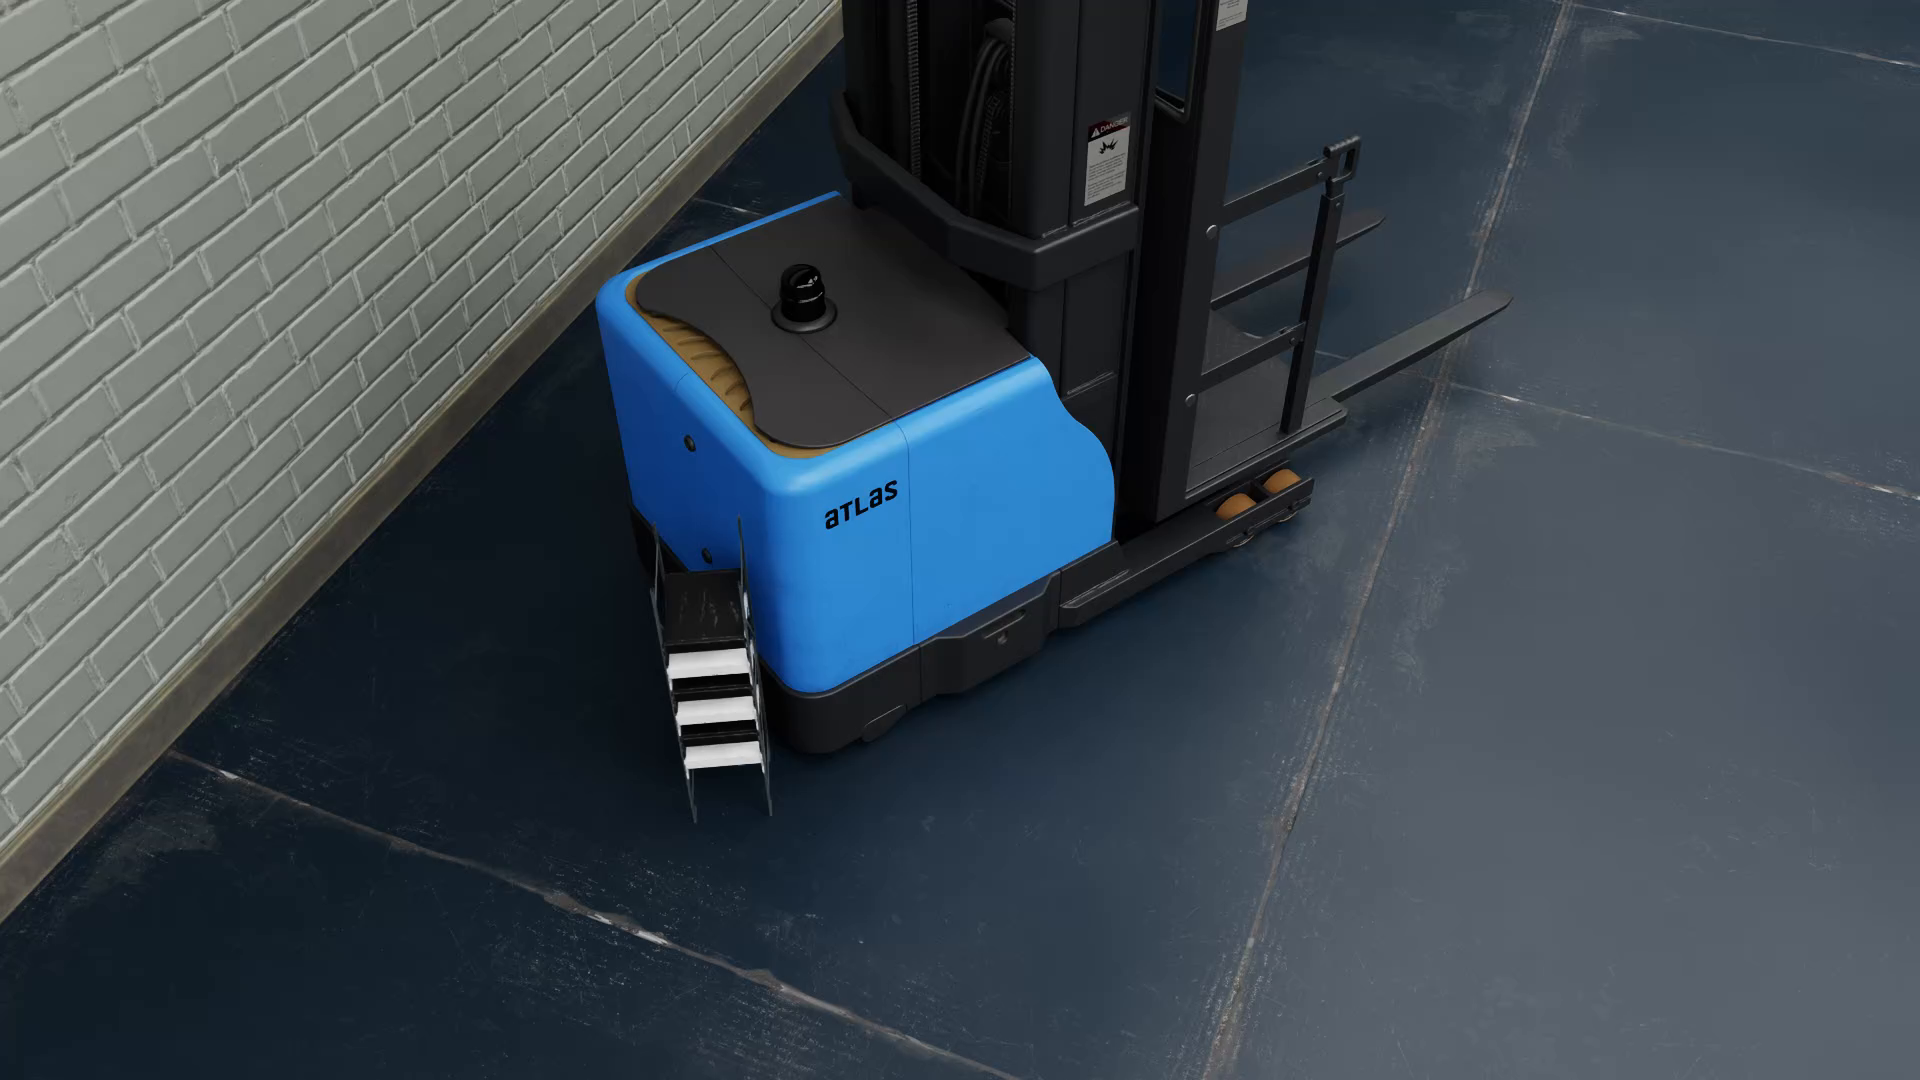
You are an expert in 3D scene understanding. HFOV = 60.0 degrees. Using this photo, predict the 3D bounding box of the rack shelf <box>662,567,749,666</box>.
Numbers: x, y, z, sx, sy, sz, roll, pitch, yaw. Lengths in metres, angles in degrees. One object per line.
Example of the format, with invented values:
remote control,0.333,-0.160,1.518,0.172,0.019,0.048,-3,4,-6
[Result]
rack shelf,-0.625,0.184,4.091,0.200,0.077,0.258,-4,45,-4

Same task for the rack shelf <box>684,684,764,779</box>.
rack shelf,-0.625,0.503,4.409,0.200,0.077,0.258,-4,45,-4

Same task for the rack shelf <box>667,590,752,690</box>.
rack shelf,-0.625,0.248,4.155,0.200,0.077,0.258,-4,45,-4

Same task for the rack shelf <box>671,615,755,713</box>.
rack shelf,-0.625,0.312,4.218,0.200,0.077,0.258,-4,45,-4

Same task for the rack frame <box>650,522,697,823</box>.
rack frame,-0.726,0.360,4.251,0.006,0.900,0.240,-4,45,-4

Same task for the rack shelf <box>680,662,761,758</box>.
rack shelf,-0.625,0.439,4.345,0.200,0.077,0.258,-4,45,-4

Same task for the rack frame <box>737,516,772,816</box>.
rack frame,-0.524,0.345,4.266,0.006,0.900,0.240,-4,45,-4

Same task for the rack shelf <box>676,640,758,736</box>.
rack shelf,-0.625,0.376,4.282,0.200,0.077,0.258,-4,45,-4

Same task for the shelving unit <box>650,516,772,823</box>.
shelving unit,-0.625,0.352,4.258,0.210,0.900,0.258,-4,45,-4

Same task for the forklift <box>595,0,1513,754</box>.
forklift,0.505,-1.296,4.474,3.031,2.935,1.130,-27,51,-24
